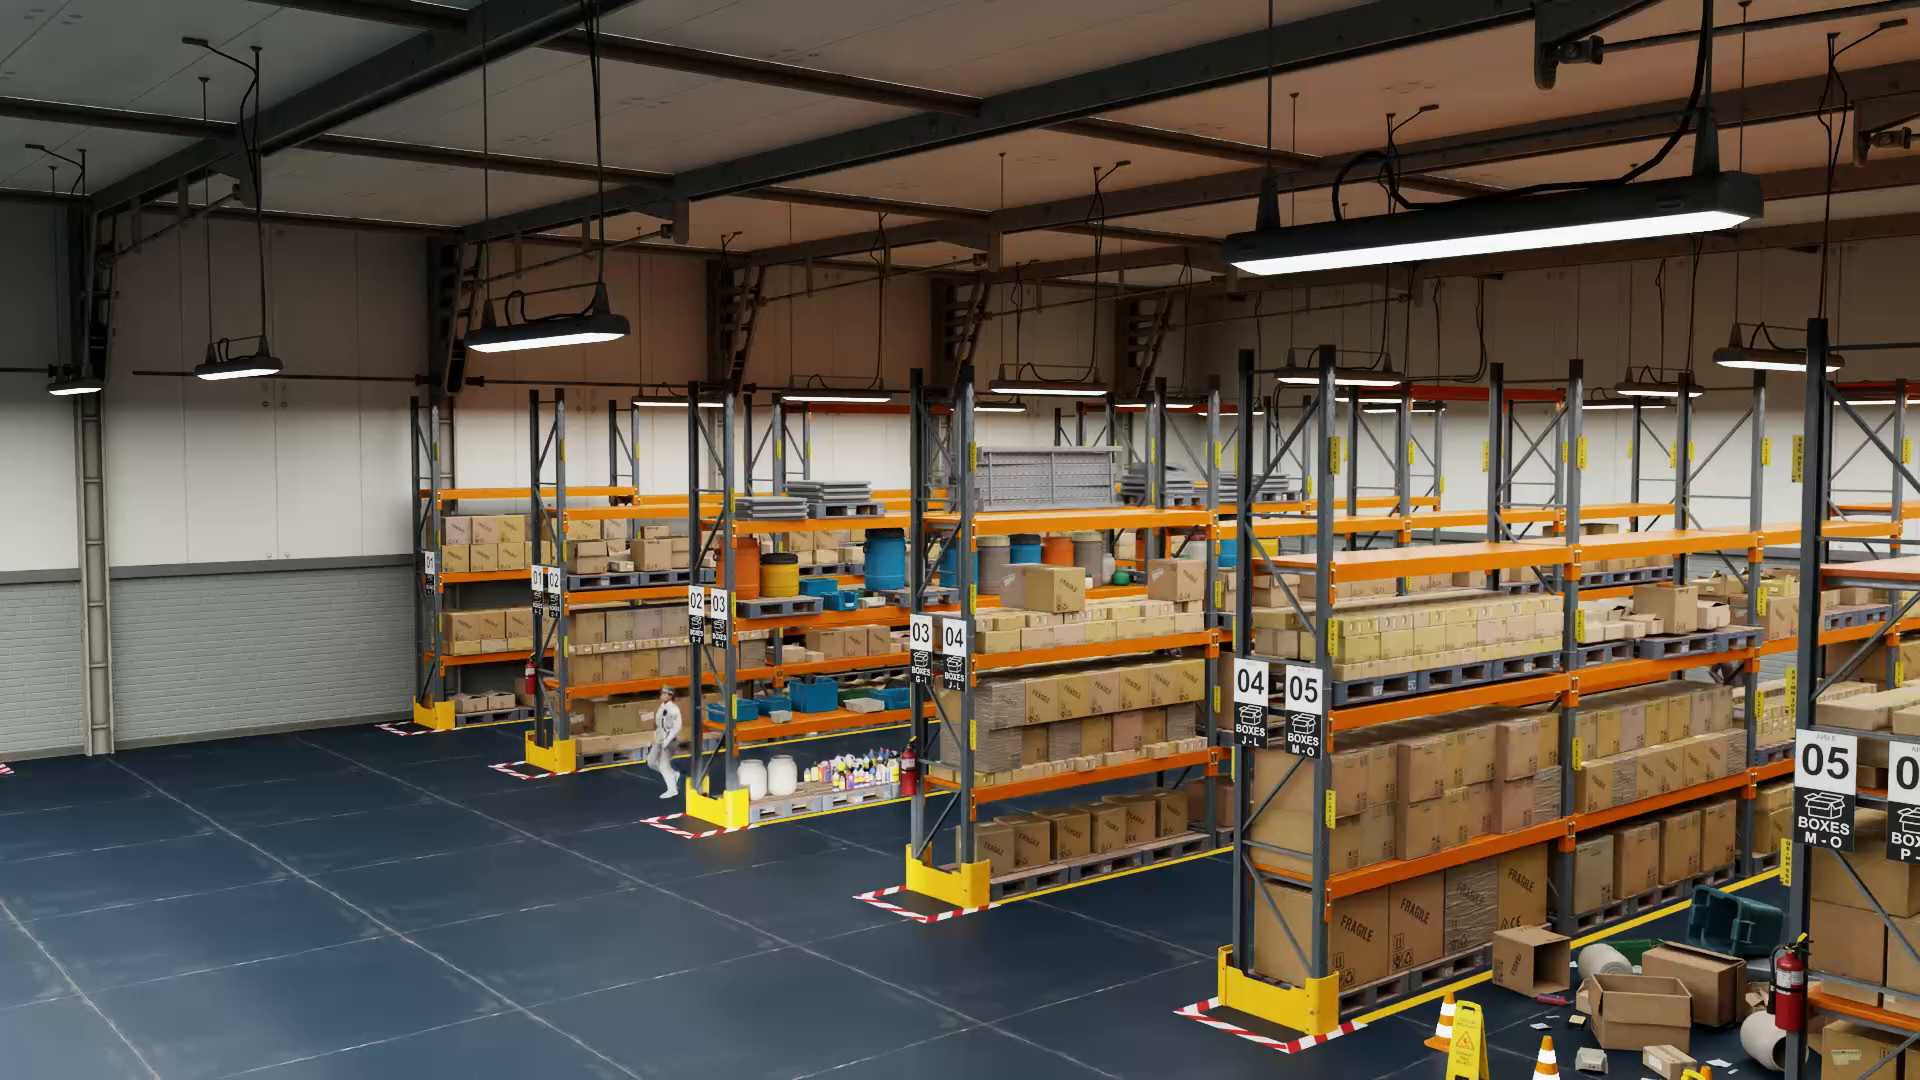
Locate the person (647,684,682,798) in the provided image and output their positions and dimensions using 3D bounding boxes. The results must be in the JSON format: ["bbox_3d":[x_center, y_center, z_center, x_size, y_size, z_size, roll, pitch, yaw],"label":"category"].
[{"bbox_3d":[-4.293,2.917,24.192,0.481,1.659,0.648,-2,4,-34],"label":"person"}]

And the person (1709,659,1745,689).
[{"bbox_3d":[13.428,2.610,28.924,0.720,1.726,0.942,0,3,3],"label":"person"}]

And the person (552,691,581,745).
[{"bbox_3d":[-6.711,2.616,28.800,0.642,1.783,1.027,2,4,36],"label":"person"}]
